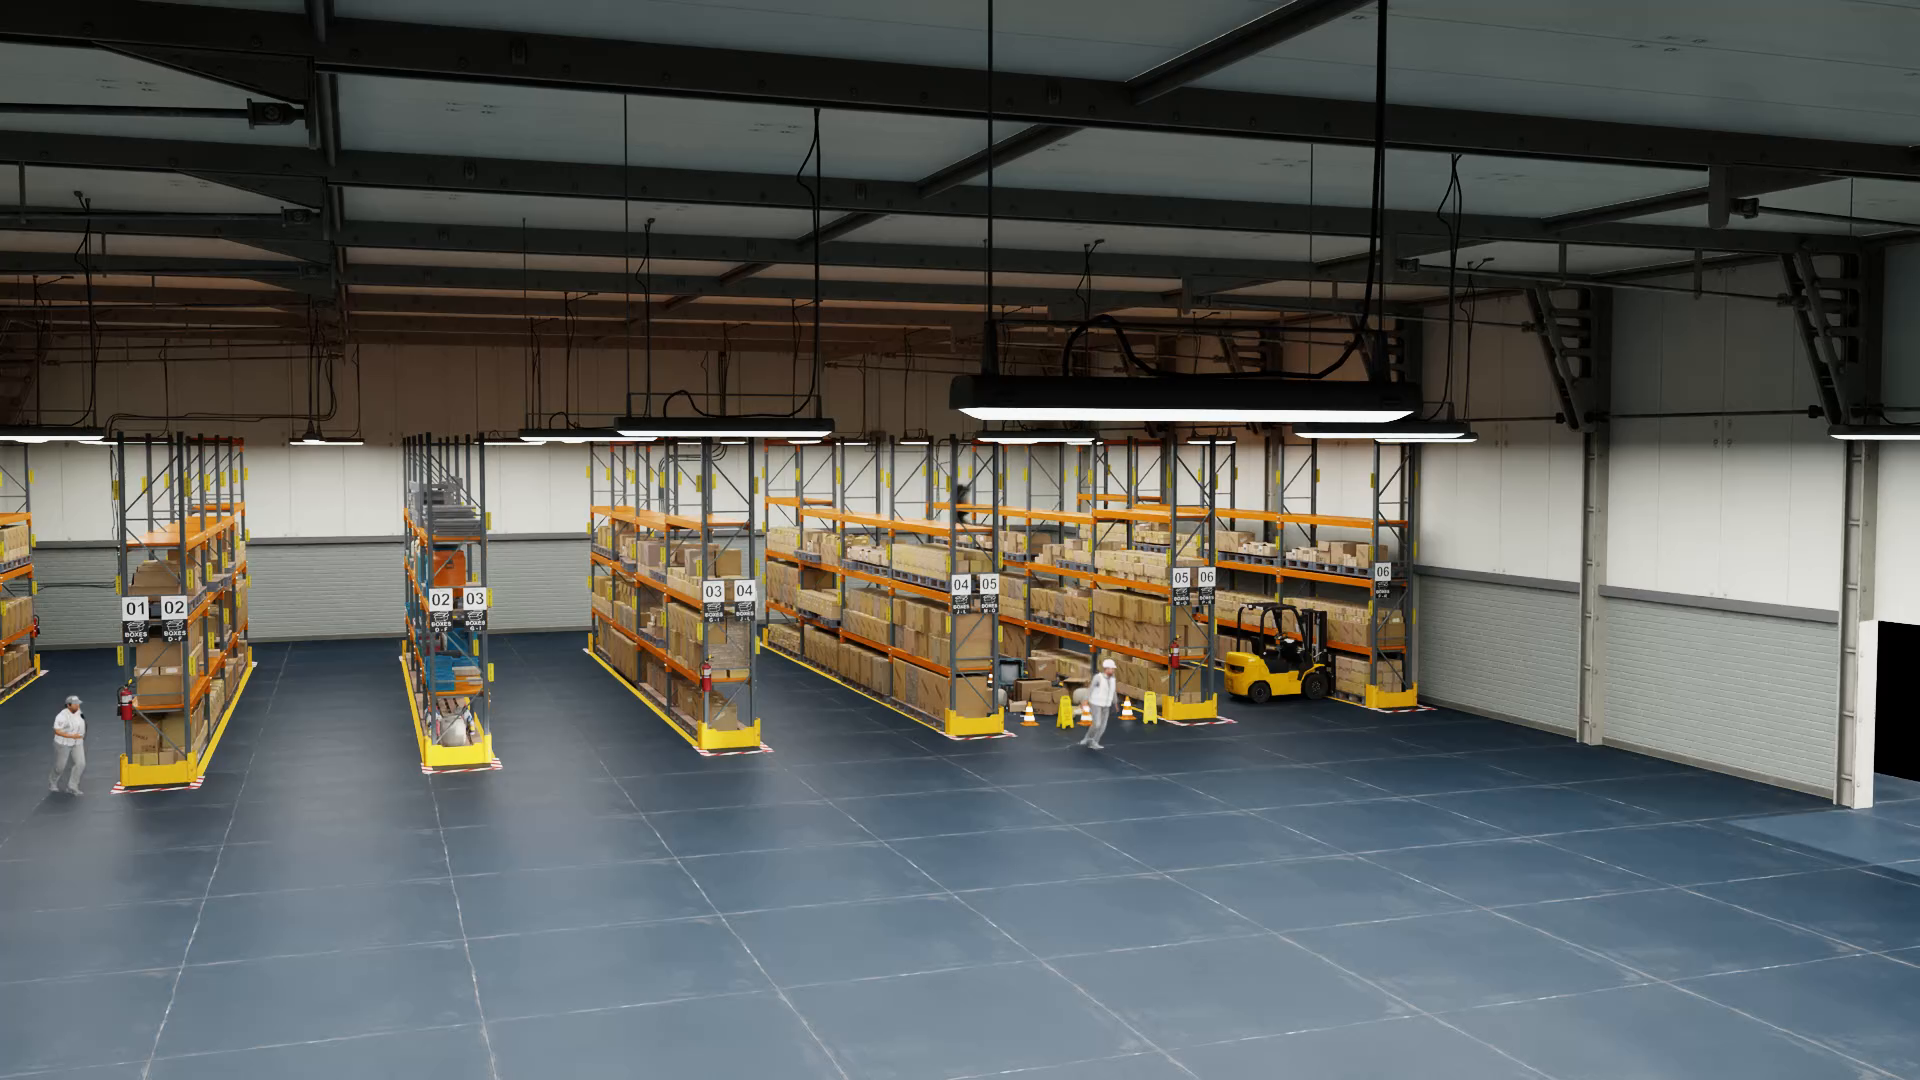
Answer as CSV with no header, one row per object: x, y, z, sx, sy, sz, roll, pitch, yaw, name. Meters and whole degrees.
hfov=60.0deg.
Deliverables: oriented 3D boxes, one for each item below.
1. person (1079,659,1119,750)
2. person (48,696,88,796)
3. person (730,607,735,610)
2.661,3.115,31.503,0.692,1.732,0.602,-2,4,-35,person
-14.789,3.391,27.502,0.782,1.671,0.586,2,4,29,person
-6.700,2.168,48.386,0.703,1.769,0.966,1,3,17,person
